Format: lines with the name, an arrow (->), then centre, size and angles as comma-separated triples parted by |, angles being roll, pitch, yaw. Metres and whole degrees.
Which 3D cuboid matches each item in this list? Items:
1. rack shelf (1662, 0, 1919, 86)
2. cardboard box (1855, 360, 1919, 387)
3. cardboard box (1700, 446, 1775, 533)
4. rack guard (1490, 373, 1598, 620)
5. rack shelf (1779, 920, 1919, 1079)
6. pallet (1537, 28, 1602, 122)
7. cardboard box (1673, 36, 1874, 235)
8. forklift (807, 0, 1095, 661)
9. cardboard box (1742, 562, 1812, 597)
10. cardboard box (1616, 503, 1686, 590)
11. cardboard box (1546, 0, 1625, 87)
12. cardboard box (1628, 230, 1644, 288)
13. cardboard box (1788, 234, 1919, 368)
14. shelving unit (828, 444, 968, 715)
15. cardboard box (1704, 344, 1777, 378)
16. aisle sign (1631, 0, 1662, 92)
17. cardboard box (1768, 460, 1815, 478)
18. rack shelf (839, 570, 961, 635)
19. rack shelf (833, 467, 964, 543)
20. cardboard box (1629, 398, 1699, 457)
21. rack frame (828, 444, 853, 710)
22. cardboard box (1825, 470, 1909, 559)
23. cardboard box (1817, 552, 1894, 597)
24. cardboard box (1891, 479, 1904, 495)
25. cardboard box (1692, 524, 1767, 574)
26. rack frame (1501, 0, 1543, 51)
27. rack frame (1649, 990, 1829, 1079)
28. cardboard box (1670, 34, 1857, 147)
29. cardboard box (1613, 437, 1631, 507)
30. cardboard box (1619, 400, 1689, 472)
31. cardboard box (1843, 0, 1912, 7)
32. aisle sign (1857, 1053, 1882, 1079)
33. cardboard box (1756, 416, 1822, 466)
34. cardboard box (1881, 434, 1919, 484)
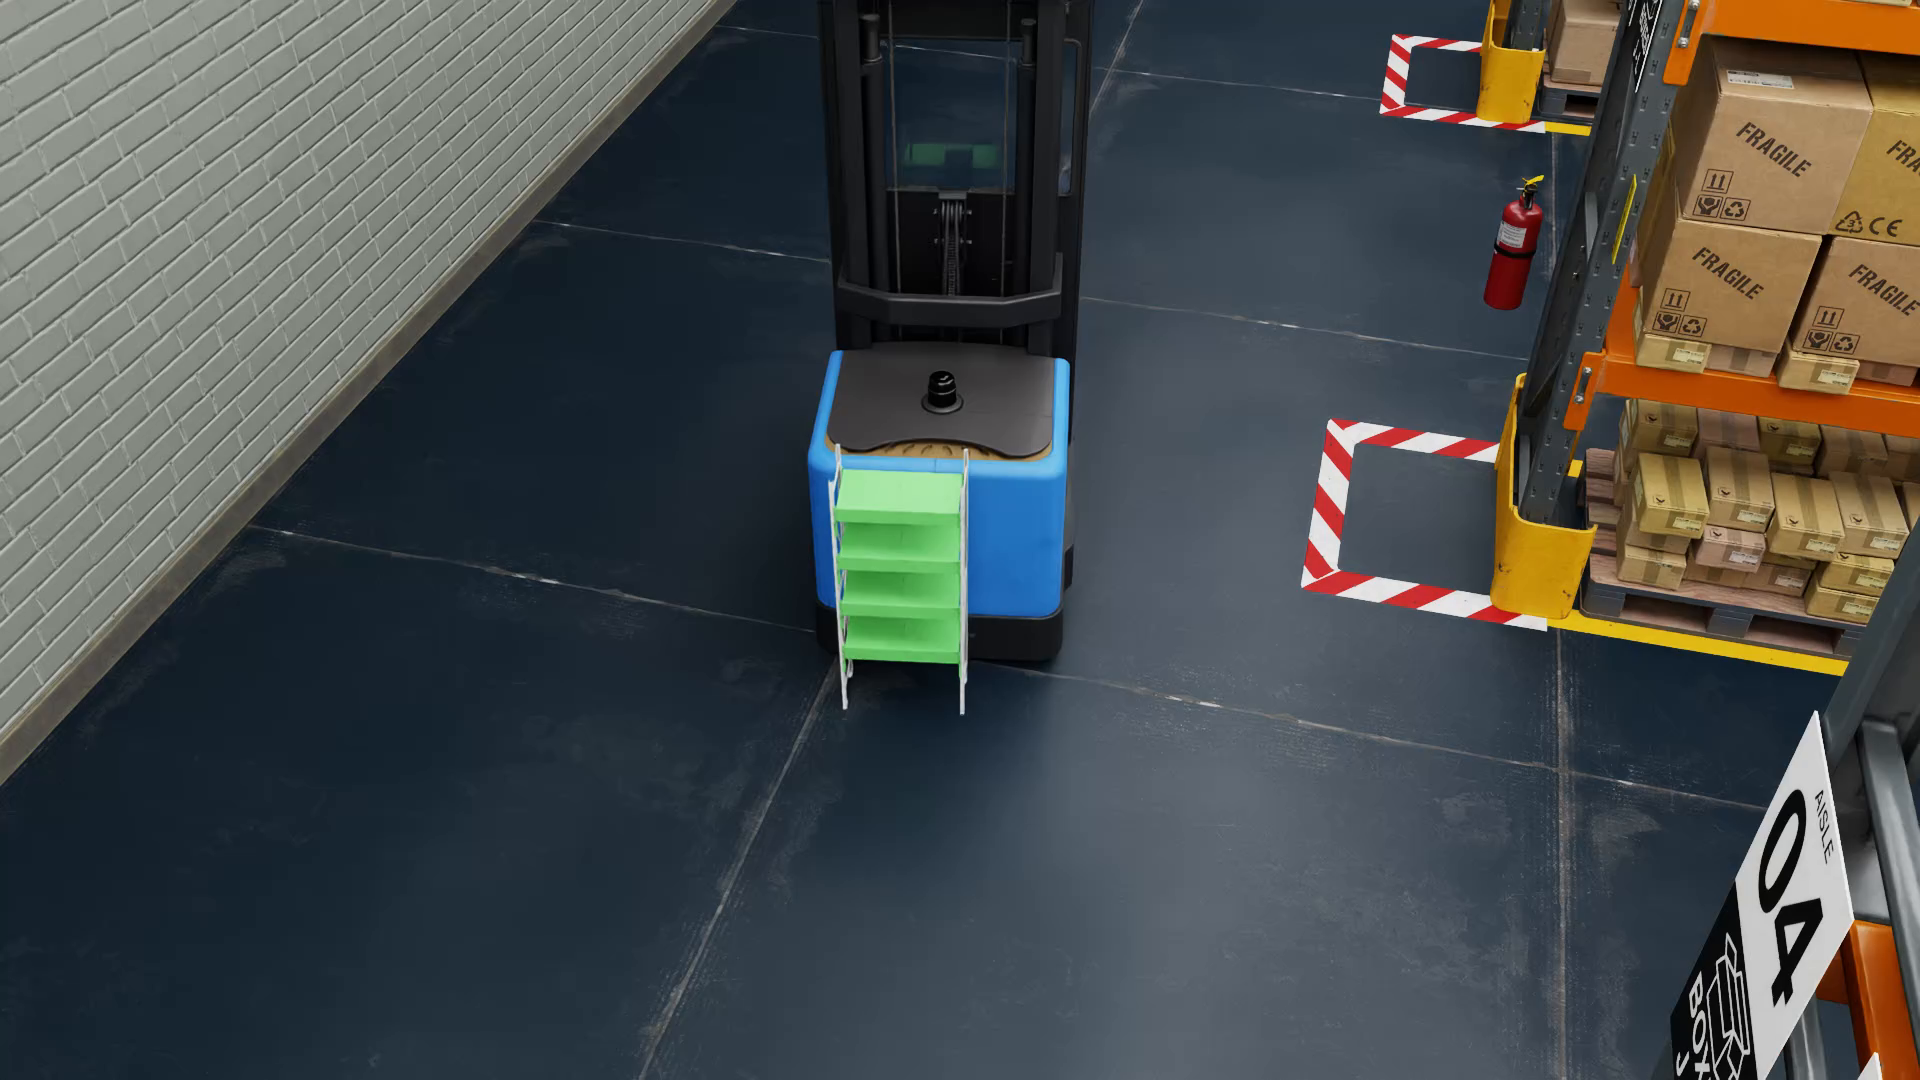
rack shelf -> 4.530, -1.732, 5.707 | 4.000, 0.370, 1.077 | 10, 41, 11
cardboard box -> 3.614, -0.785, 6.548 | 0.250, 0.149, 0.380 | 12, 41, 13
cardboard box -> 3.313, -0.219, 7.106 | 0.250, 0.149, 0.380 | 10, 41, 12
rack guard -> 2.671, -0.222, 7.625 | 0.348, 0.500, 1.175 | 10, 41, 11
rack shelf -> 3.150, 1.332, 2.058 | 4.000, 0.370, 1.077 | 10, 41, 11
pallet -> 4.572, -3.132, 11.315 | 1.213, 0.211, 1.003 | 10, 41, 11
cardboard box -> 2.963, -1.487, 6.102 | 0.500, 0.500, 0.500 | 10, 41, 11
forklift -> 0.001, -1.545, 7.310 | 1.130, 2.935, 3.031 | 2, 40, 3
cardboard box -> 3.537, 0.055, 7.243 | 0.250, 0.149, 0.380 | 10, 41, 12
cardboard box -> 3.021, 0.025, 7.278 | 0.250, 0.149, 0.380 | 11, 41, 12
cardboard box -> 4.443, -3.416, 11.151 | 0.875, 0.438, 0.875 | 8, 41, 10
cardboard box -> 2.986, -1.217, 7.062 | 0.250, 0.149, 0.380 | 10, 41, 11
cardboard box -> 3.483, -1.024, 6.328 | 0.500, 0.500, 0.500 | 10, 41, 12
shelving unit -> -0.227, 0.181, 6.601 | 0.503, 1.200, 0.258 | 2, 40, 3
cardboard box -> 3.082, -0.821, 6.591 | 0.250, 0.149, 0.380 | 11, 41, 13
aisle sign -> 2.450, -2.013, 5.793 | 0.004, 0.787, 0.394 | 10, 41, 11
cardboard box -> 3.684, -0.379, 7.528 | 0.250, 0.149, 0.380 | 8, 41, 10
rack shelf -> -0.227, 0.230, 6.642 | 0.480, 0.148, 0.258 | 2, 40, 3
rack shelf -> -0.228, -0.136, 6.331 | 0.480, 0.148, 0.258 | 2, 40, 3
cardboard box -> 3.175, -0.558, 7.510 | 0.250, 0.149, 0.380 | 10, 41, 12
rack frame -> -0.471, 0.171, 6.613 | 0.015, 1.200, 0.240 | 2, 40, 3
cardboard box -> 3.785, -0.108, 6.974 | 0.250, 0.149, 0.380 | 8, 41, 9
cardboard box -> 3.766, 0.048, 7.019 | 0.250, 0.149, 0.380 | 11, 41, 13
cardboard box -> 4.187, -0.301, 7.435 | 0.250, 0.149, 0.380 | 10, 41, 12
cardboard box -> 3.287, -0.048, 7.133 | 0.250, 0.149, 0.380 | 10, 41, 11
rack frame -> 3.780, -4.284, 10.518 | 0.127, 3.000, 1.000 | 10, 41, 11
rack frame -> 1.218, 1.873, 3.188 | 0.127, 3.000, 1.000 | 10, 41, 11
cardboard box -> 3.104, -1.805, 6.481 | 0.500, 0.500, 0.500 | 9, 41, 11
cardboard box -> 3.160, -0.303, 7.668 | 0.250, 0.149, 0.380 | 10, 41, 12
cardboard box -> 3.181, -0.464, 7.629 | 0.250, 0.149, 0.380 | 9, 41, 10
cardboard box -> 2.965, -2.049, 5.642 | 0.500, 0.250, 0.500 | 11, 41, 13
aisle sign -> 1.071, 1.052, 2.144 | 0.004, 0.787, 0.394 | 10, 41, 11
cardboard box -> 3.685, -0.516, 7.460 | 0.250, 0.149, 0.380 | 9, 41, 10
cardboard box -> 4.193, -0.424, 7.350 | 0.250, 0.149, 0.380 | 11, 41, 13
